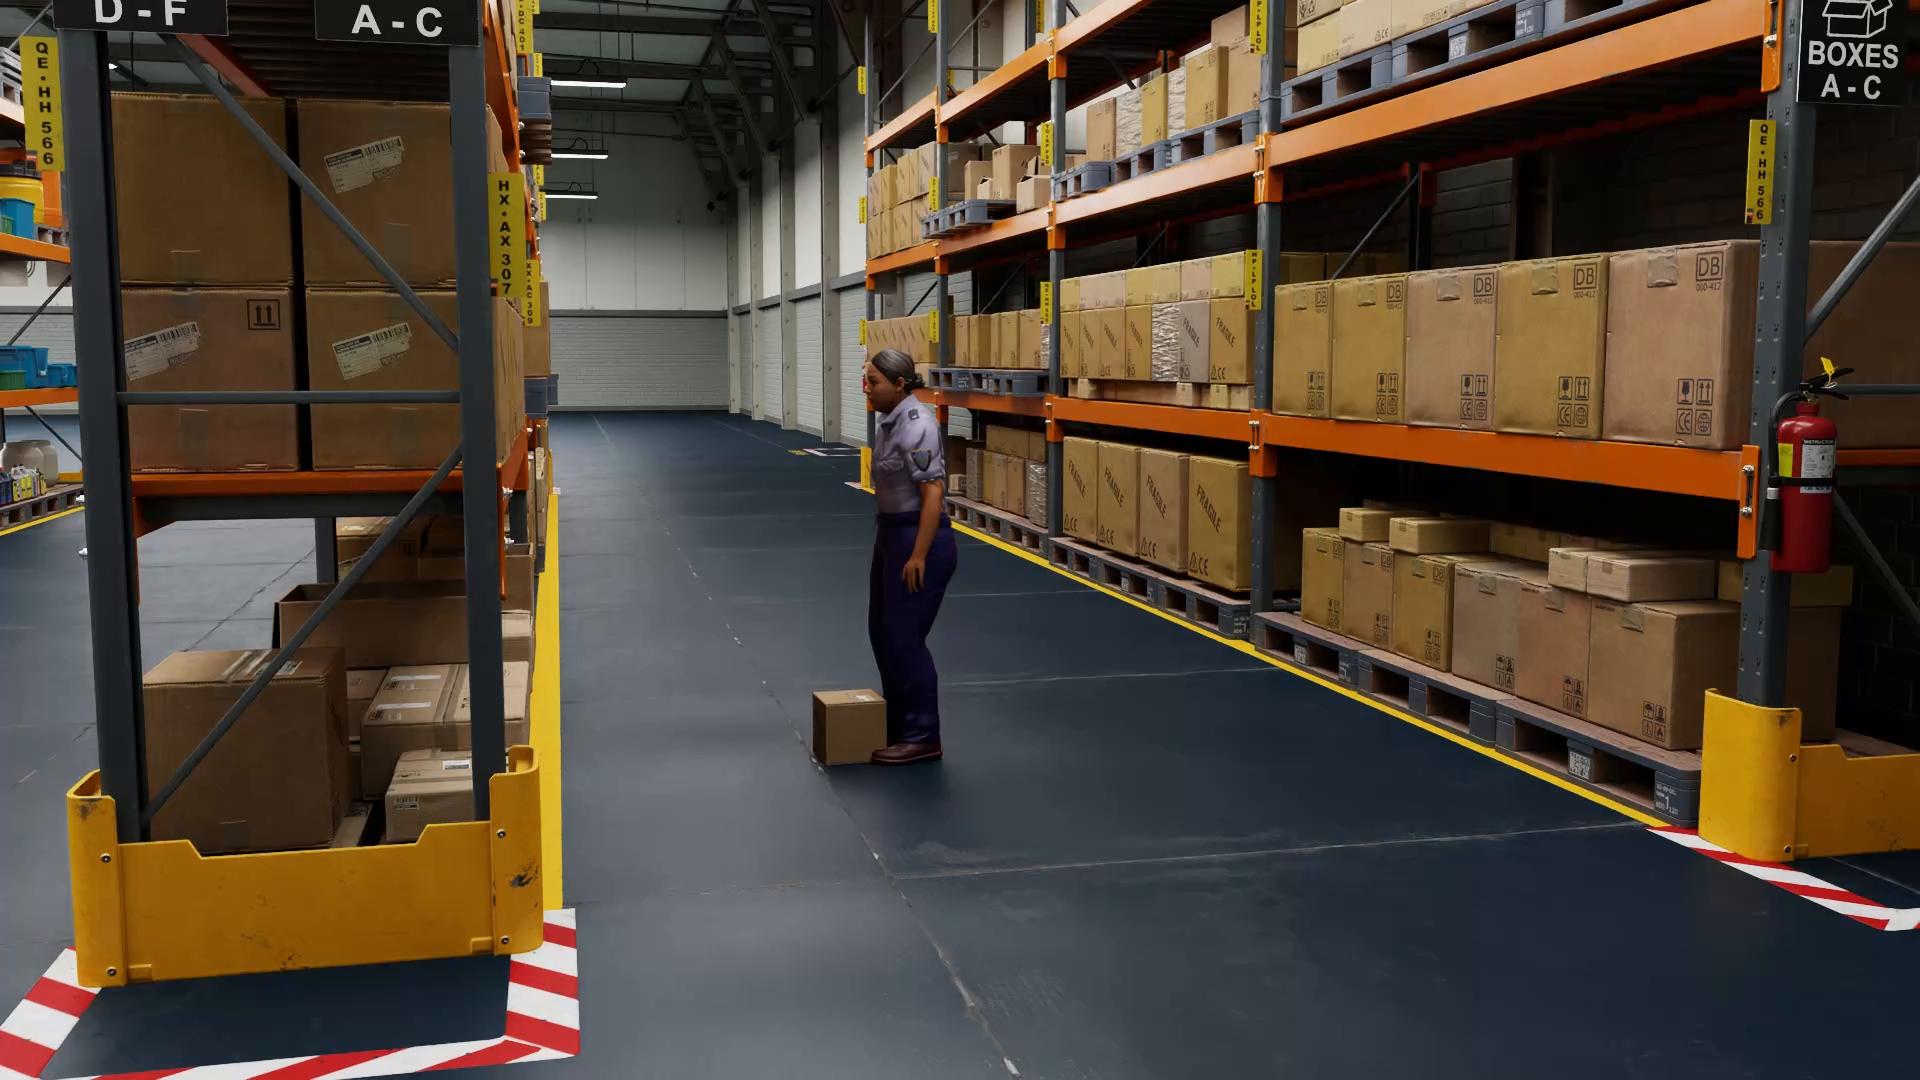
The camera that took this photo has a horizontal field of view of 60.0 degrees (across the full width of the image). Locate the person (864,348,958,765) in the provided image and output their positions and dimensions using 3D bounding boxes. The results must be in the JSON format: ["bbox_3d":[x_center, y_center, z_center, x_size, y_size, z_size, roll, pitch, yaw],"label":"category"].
[{"bbox_3d":[-0.220,0.054,6.734,0.369,1.650,0.556,-2,7,-17],"label":"person"}]
